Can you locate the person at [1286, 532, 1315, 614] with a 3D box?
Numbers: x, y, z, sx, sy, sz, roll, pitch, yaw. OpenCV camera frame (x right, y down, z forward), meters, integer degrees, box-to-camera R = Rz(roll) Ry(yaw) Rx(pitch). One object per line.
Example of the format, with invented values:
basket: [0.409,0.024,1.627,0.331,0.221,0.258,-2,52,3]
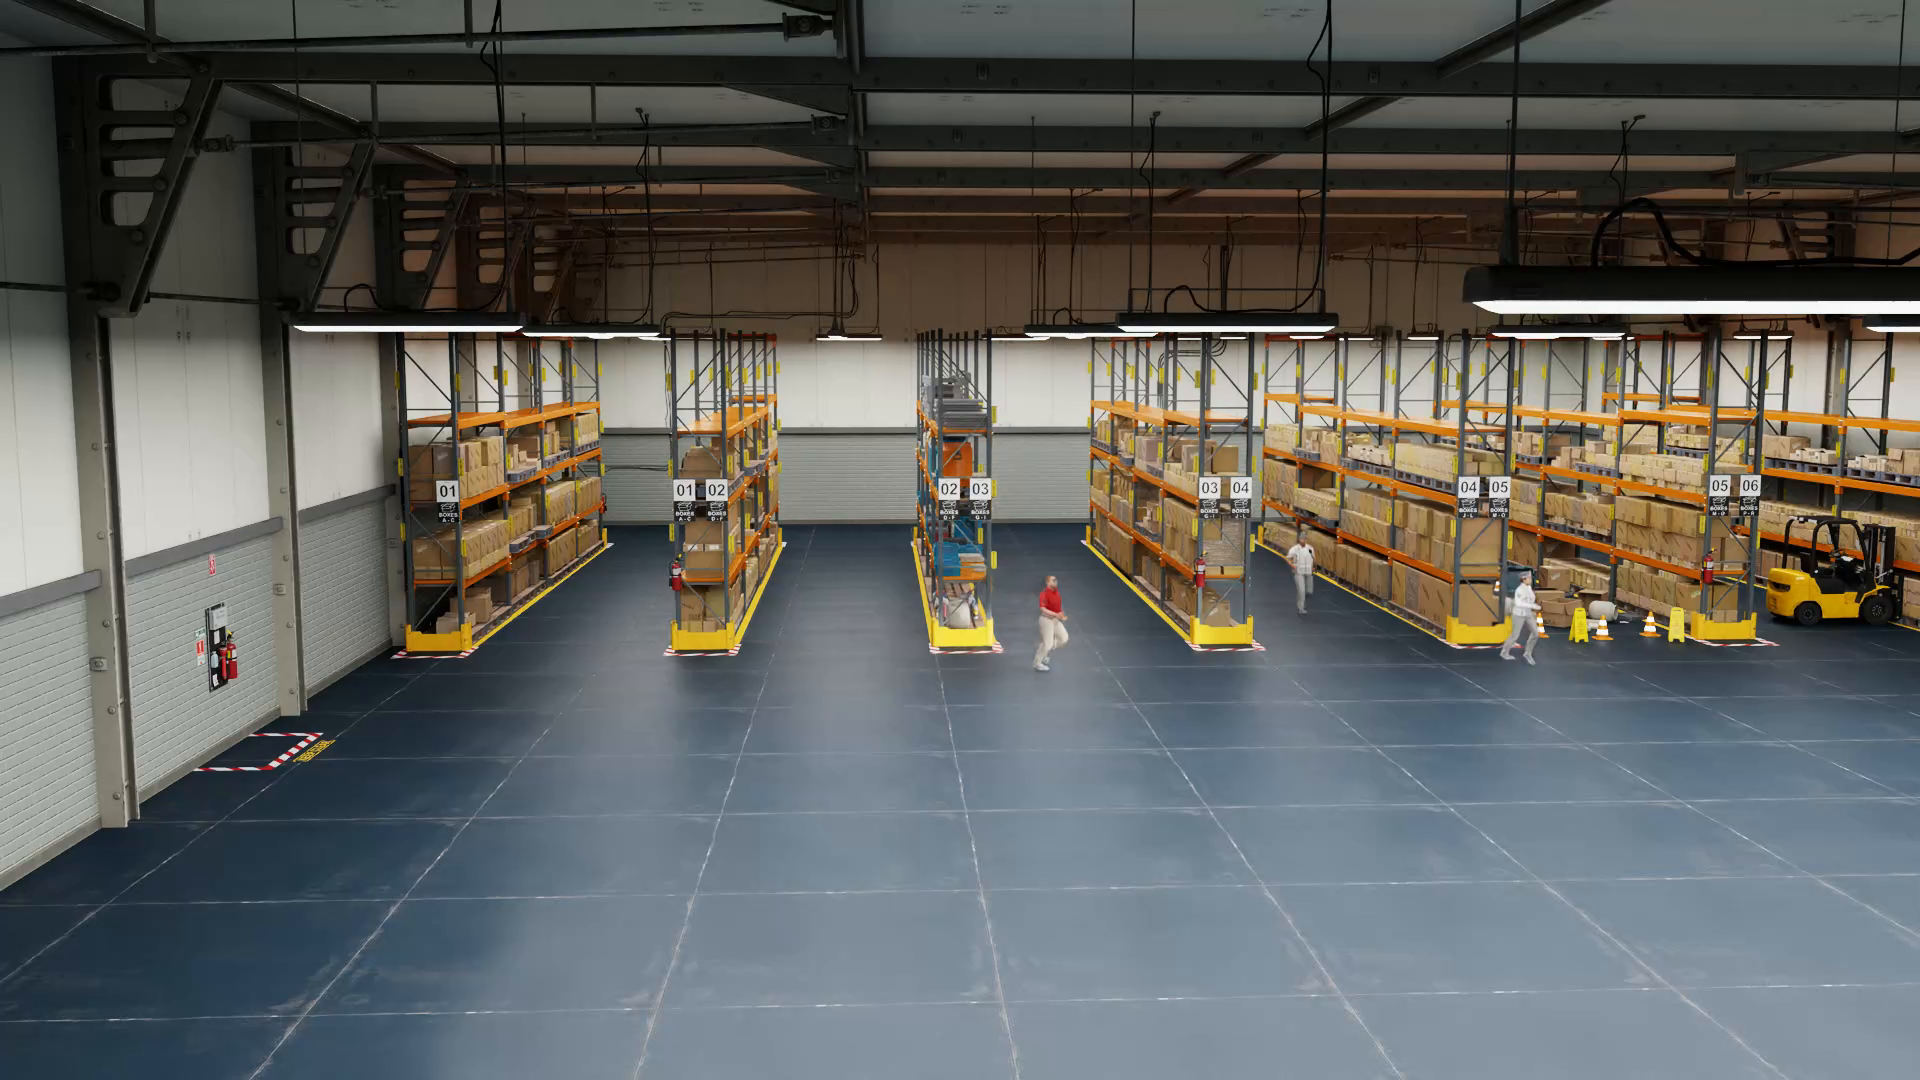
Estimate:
person: [7.292,0.680,35.521,0.664,1.728,0.650,-1,7,-11]

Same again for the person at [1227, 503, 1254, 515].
person: [7.595,-0.454,44.978,0.643,1.712,0.914,-1,7,-11]

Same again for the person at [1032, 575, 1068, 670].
person: [1.627,1.479,29.263,0.712,1.622,0.689,5,8,34]

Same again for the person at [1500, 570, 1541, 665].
person: [10.091,1.386,29.821,0.561,1.727,0.767,-5,9,-38]
